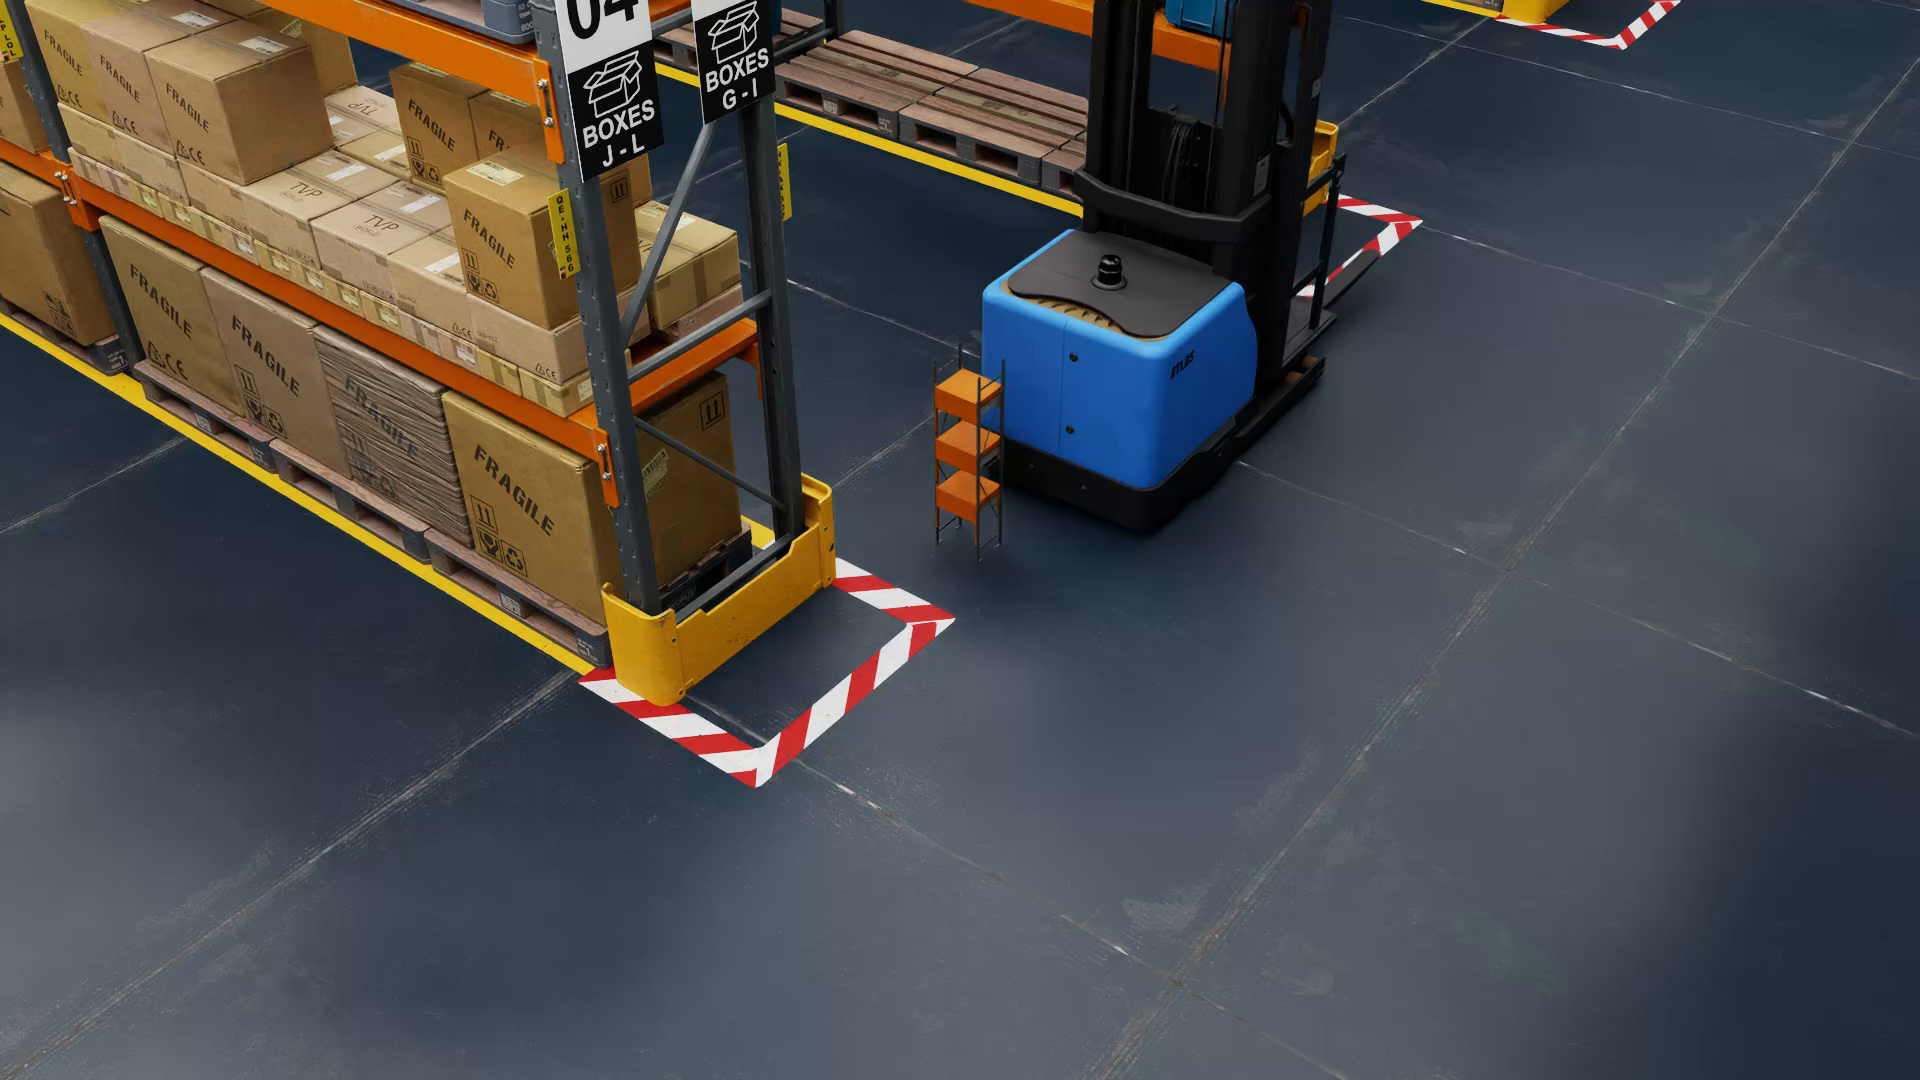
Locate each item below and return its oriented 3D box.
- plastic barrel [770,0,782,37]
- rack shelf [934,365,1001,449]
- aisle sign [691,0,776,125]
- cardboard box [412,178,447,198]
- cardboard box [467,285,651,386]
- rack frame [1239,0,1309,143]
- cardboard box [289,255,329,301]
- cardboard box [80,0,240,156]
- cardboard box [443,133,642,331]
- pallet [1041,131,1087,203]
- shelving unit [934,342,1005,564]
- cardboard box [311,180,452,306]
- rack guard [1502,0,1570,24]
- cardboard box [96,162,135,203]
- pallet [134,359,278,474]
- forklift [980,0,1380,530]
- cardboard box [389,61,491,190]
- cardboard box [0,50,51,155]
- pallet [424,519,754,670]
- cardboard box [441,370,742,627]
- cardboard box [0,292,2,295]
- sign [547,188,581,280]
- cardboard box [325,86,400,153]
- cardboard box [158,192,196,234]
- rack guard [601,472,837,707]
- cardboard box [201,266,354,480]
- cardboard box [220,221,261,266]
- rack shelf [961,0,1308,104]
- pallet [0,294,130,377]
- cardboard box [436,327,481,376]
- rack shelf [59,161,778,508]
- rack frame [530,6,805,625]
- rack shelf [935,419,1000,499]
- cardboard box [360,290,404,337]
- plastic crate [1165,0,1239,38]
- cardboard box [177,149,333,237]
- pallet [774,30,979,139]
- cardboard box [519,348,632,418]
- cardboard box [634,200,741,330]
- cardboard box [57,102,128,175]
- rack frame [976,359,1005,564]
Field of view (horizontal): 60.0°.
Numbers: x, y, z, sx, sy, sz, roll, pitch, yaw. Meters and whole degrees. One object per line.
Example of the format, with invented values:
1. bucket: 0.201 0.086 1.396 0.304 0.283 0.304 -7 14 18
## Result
1. plastic barrel: -1.660 -4.277 12.502 0.708 0.901 0.600 25 45 29
2. rack shelf: 0.042 -0.608 7.593 0.240 0.259 0.215 25 45 29
3. aisle sign: -0.831 -1.946 6.055 0.004 0.787 0.394 25 45 29
4. cardboard box: -2.101 -1.554 7.543 0.500 0.250 0.500 24 44 27
5. cardboard box: -1.616 -0.912 6.723 0.500 0.250 0.500 25 44 28
6. rack frame: 1.939 -3.228 9.801 0.127 3.000 1.000 25 45 29
7. cardboard box: -2.767 -1.249 7.476 0.250 0.149 0.380 26 45 29
8. cardboard box: -3.636 -2.161 7.710 0.500 0.500 0.500 25 45 29
9. cardboard box: -1.617 -1.210 6.495 0.500 0.500 0.500 26 45 29
10. pallet: 1.307 -2.458 11.079 1.213 0.211 1.003 25 45 29
11. shelving unit: 0.042 -0.393 7.762 0.252 1.050 0.215 25 45 29
12. cardboard box: -2.423 -1.293 7.210 0.500 0.250 0.500 24 44 27
13. rack guard: 4.891 -4.696 13.704 0.348 0.500 1.175 25 45 29
14. cardboard box: -4.006 -1.830 8.219 0.250 0.149 0.380 24 44 27
15. pallet: -3.691 -0.880 9.063 1.213 0.211 1.003 25 45 29
16. forklift: 1.358 -2.066 8.371 1.130 2.935 3.031 24 44 27
17. cardboard box: -2.100 -1.846 7.308 0.500 0.500 0.500 24 44 27
18. cardboard box: -4.785 -2.382 8.639 0.500 0.500 0.500 25 45 29
19. pallet: -1.753 0.034 7.896 1.213 0.211 1.003 25 45 29
20. cardboard box: -1.627 -0.332 7.485 0.875 0.875 0.875 25 45 29
21. cardboard box: -5.478 -2.194 9.862 0.875 0.875 1.225 24 44 27
22. sign: -1.411 -1.092 5.940 0.005 0.325 0.100 25 45 29
23. cardboard box: -2.919 -1.938 8.034 0.500 0.250 0.500 26 45 29
24. cardboard box: -3.586 -1.634 7.968 0.250 0.149 0.380 24 44 27
25. rack guard: -1.051 0.190 7.462 0.348 0.500 1.175 25 45 29
26. cardboard box: -3.057 -1.006 8.346 0.875 0.875 0.875 25 45 29
27. cardboard box: -3.185 -1.443 7.725 0.250 0.149 0.380 26 45 29
28. rack shelf: 0.350 -3.694 10.979 4.000 0.370 1.077 25 45 29
29. pallet: -4.906 -1.455 9.798 1.213 0.211 1.003 25 45 29
30. cardboard box: -1.960 -0.868 6.989 0.250 0.149 0.380 25 45 29
31. rack shelf: -2.659 -1.269 7.881 4.000 0.370 1.077 25 45 29
32. rack frame: -1.070 -0.803 6.703 0.127 3.000 1.000 25 45 29
33. rack shelf: 0.042 -0.385 7.768 0.240 0.259 0.215 25 45 29
34. cardboard box: -2.365 -1.058 7.232 0.250 0.149 0.380 24 44 28
35. plastic crate: 1.559 -3.300 9.815 0.499 0.435 0.616 25 45 29
36. cardboard box: -3.227 -1.675 7.697 0.500 0.250 0.500 26 45 30
37. pallet: -0.631 -3.372 12.246 1.213 0.211 1.003 25 45 29
38. cardboard box: -1.553 -0.676 6.745 0.250 0.149 0.380 26 45 29
39. cardboard box: -1.288 -1.173 7.056 0.500 0.250 0.500 24 44 27
40. cardboard box: -4.033 -2.055 8.182 0.500 0.250 0.500 24 44 28
41. rack frame: 0.139 -0.348 7.703 0.008 1.050 0.200 25 45 29
